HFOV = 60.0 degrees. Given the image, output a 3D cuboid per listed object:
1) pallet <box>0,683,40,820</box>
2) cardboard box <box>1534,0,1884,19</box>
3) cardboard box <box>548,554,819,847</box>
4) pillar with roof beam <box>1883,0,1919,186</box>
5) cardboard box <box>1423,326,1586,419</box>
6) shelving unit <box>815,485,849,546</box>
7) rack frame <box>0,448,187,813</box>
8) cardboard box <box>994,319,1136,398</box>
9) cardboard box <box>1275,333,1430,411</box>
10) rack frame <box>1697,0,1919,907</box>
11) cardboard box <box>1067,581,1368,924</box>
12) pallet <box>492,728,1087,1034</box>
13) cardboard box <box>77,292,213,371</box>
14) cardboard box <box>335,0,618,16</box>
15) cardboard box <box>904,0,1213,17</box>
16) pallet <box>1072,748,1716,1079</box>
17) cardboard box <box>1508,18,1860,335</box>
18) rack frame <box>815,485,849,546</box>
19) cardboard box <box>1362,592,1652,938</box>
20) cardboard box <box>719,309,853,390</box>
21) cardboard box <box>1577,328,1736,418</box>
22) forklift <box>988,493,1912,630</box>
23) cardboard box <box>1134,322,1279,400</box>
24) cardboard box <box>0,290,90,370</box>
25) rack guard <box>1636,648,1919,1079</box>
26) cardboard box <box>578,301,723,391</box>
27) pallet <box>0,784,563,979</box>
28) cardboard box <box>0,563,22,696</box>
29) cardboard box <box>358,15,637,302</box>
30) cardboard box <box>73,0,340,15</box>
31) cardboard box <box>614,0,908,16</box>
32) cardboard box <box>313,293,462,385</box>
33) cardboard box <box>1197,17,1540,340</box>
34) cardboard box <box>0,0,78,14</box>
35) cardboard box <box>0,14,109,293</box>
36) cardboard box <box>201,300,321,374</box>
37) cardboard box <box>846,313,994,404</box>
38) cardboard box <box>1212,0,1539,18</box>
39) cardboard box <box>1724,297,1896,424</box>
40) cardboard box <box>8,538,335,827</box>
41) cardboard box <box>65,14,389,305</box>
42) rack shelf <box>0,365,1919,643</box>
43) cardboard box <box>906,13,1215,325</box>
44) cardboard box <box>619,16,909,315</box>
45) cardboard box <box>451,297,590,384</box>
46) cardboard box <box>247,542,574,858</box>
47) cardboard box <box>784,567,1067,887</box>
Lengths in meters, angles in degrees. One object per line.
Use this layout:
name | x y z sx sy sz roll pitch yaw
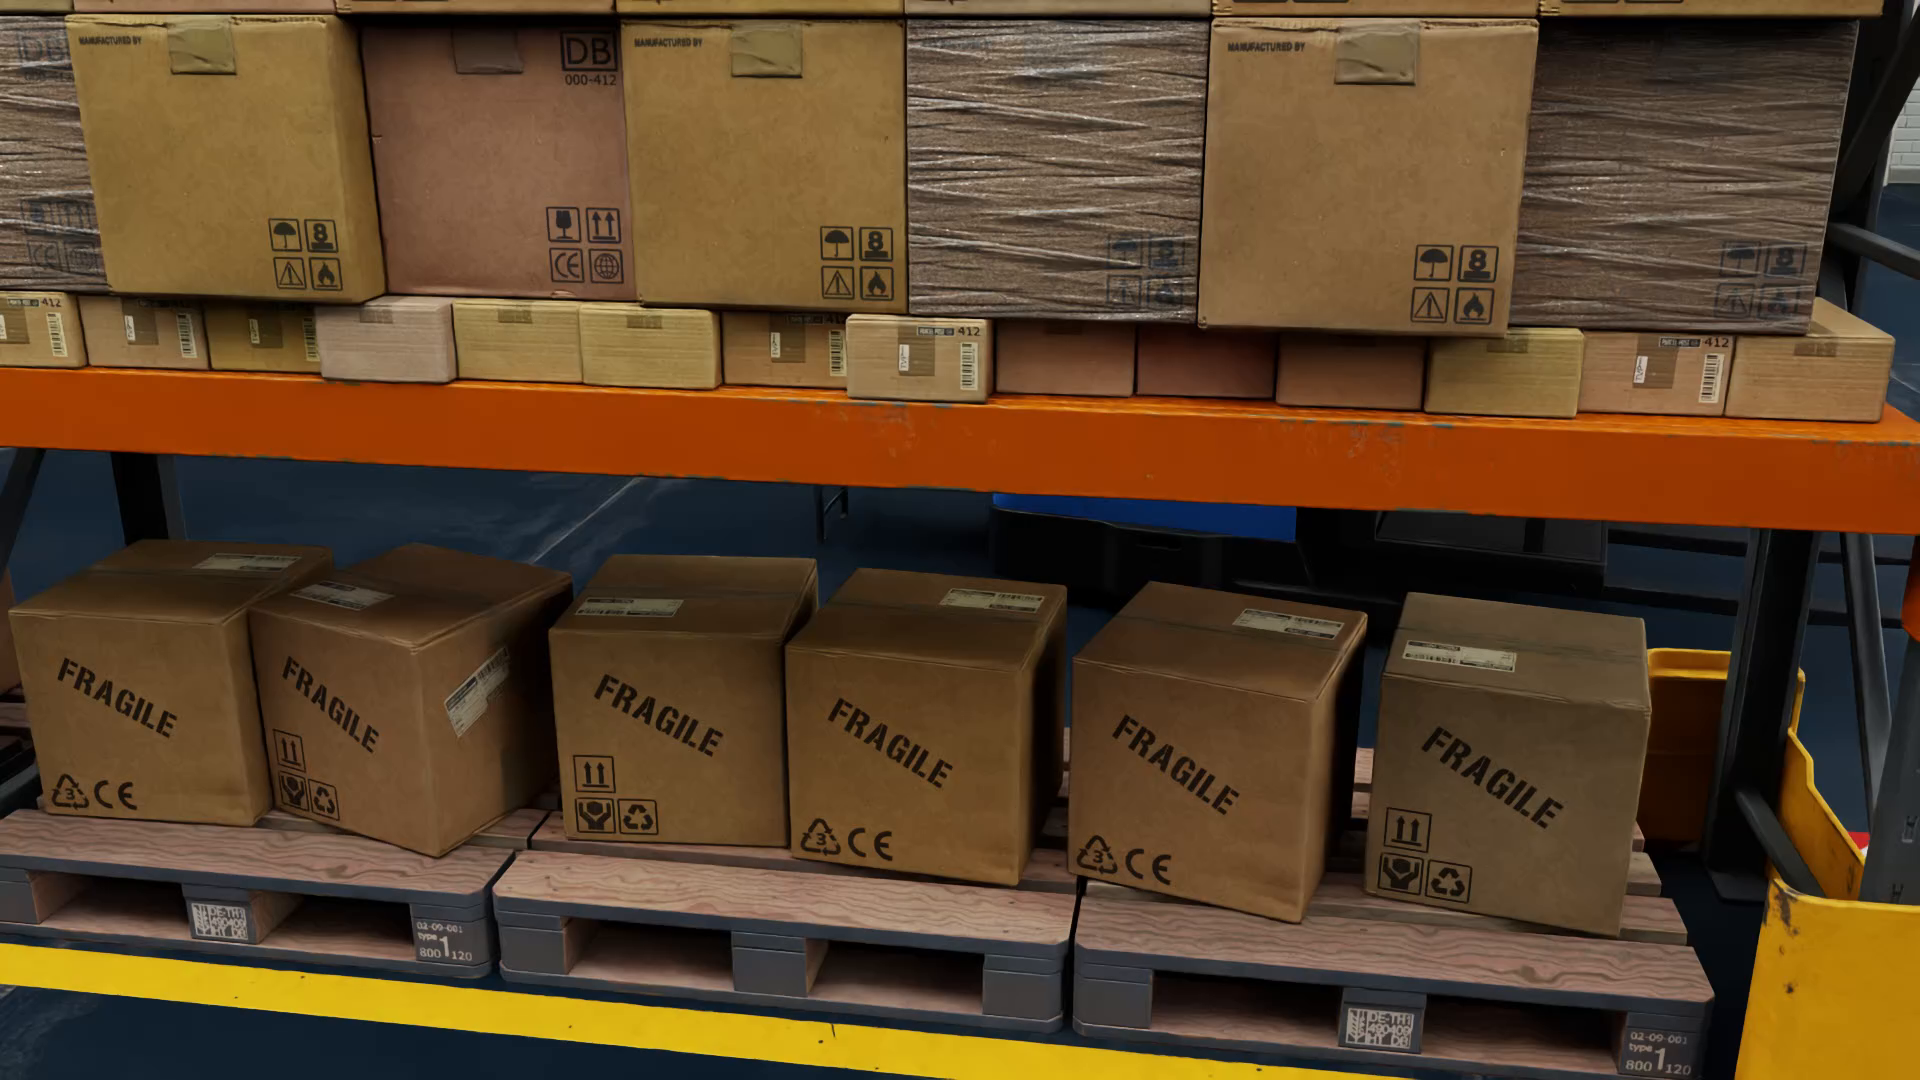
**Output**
pallet | -2.954 0.584 4.225 1.213 0.211 1.003 3 19 9
cardboard box | 1.182 -1.111 2.695 0.500 0.500 0.500 3 19 9
cardboard box | -0.604 0.352 3.801 0.500 0.500 0.500 1 19 4
pillar with roof beam | 8.816 -6.670 12.056 0.400 9.000 9.100 3 19 9
cardboard box | 0.948 -0.338 2.983 0.250 0.149 0.380 3 19 9
shelving unit | -0.132 -0.731 6.121 0.755 1.500 0.431 4 19 11
rack frame | -2.185 -0.700 3.667 0.127 3.000 1.000 3 19 9
cardboard box | 0.213 -0.387 3.128 0.250 0.149 0.380 3 19 9
cardboard box | 0.704 -0.356 3.035 0.250 0.149 0.380 3 19 9
rack frame | 1.764 -0.498 3.066 0.127 3.000 1.000 3 19 9
cardboard box | 0.555 0.432 3.563 0.500 0.500 0.500 8 20 23
pallet | -0.308 0.706 3.860 1.213 0.211 1.003 3 19 9
cardboard box | -1.525 -0.455 3.332 0.250 0.149 0.380 3 19 9
cardboard box | -0.794 -1.210 2.990 0.500 0.500 0.500 3 19 9
cardboard box | 0.194 -1.161 2.843 0.500 0.500 0.500 3 19 9
pallet | 0.893 0.768 3.675 1.213 0.211 1.003 3 19 9
cardboard box | 1.226 -0.723 3.111 0.500 0.500 0.875 3 19 9
rack frame | -0.491 -0.753 6.188 0.023 1.500 0.400 4 19 11
cardboard box | 1.150 0.451 3.505 0.500 0.500 0.500 7 20 19
cardboard box | -0.283 -0.406 3.185 0.250 0.149 0.380 3 19 9
cardboard box | 1.203 -0.342 2.993 0.250 0.149 0.380 3 19 9
forklift | 1.670 -1.190 5.240 3.031 2.935 1.130 7 20 20
cardboard box | 0.464 -0.381 3.111 0.250 0.149 0.380 3 19 9
cardboard box | -1.776 -0.459 3.343 0.250 0.149 0.380 3 19 9
rack guard | 1.689 0.683 3.474 0.348 0.500 1.175 3 19 9
cardboard box | -0.537 -0.404 3.180 0.250 0.149 0.380 3 19 9
pallet | -1.516 0.645 4.042 1.213 0.211 1.003 3 19 9
cardboard box | -2.788 0.239 4.107 0.500 0.500 0.700 1 19 4
cardboard box | -0.753 -0.816 3.389 0.500 0.500 0.875 3 19 9
cardboard box | -1.287 -1.235 3.066 0.500 0.500 0.500 3 19 9
cardboard box | -0.298 -1.188 2.925 0.500 0.500 0.500 3 19 9
cardboard box | -1.036 -0.420 3.227 0.250 0.149 0.380 3 19 9
cardboard box | 0.713 -0.711 3.074 0.500 0.500 0.875 3 19 9
cardboard box | -1.781 -1.260 3.140 0.500 0.500 0.500 3 19 9
cardboard box | -1.751 -0.846 3.479 0.500 0.500 0.875 3 19 9
cardboard box | -1.276 -0.445 3.303 0.250 0.149 0.380 3 19 9
cardboard box | -0.048 -0.372 3.082 0.250 0.149 0.380 3 19 9
cardboard box | 0.687 -1.135 2.765 0.500 0.500 0.500 3 19 9
cardboard box | 1.450 -0.329 2.955 0.250 0.149 0.380 3 19 9
cardboard box | -1.797 0.319 3.900 0.500 0.500 0.500 2 19 7
cardboard box | -1.263 -0.810 3.370 0.500 0.500 0.875 3 19 9
rack shelf | -0.210 -0.258 3.481 4.000 0.370 1.077 3 19 9
cardboard box | 0.226 -0.750 3.189 0.500 0.500 0.875 3 19 9
cardboard box | -0.266 -0.778 3.276 0.500 0.500 0.875 3 19 9
cardboard box | -0.783 -0.420 3.228 0.250 0.149 0.380 3 19 9
cardboard box | -1.230 0.346 3.821 0.500 0.500 0.500 9 21 26
cardboard box | -0.060 0.394 3.675 0.500 0.500 0.500 5 19 14
